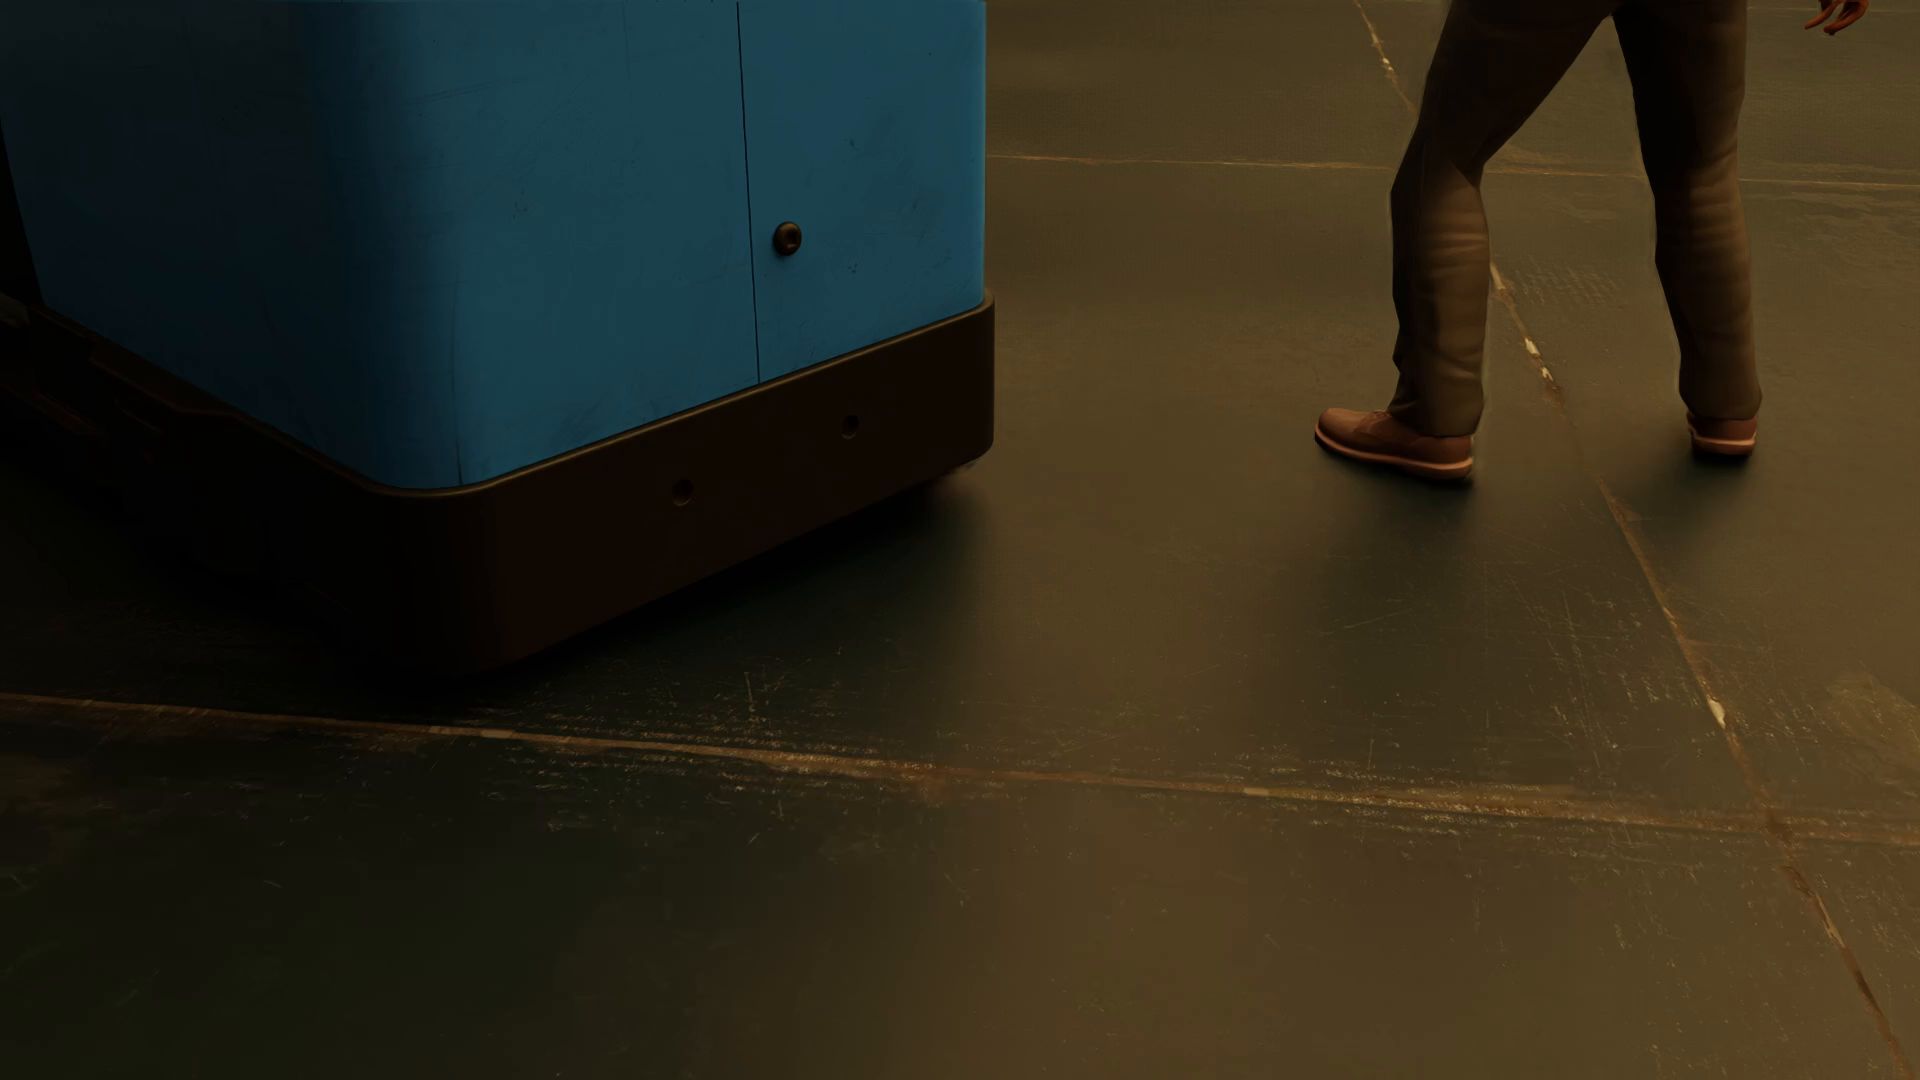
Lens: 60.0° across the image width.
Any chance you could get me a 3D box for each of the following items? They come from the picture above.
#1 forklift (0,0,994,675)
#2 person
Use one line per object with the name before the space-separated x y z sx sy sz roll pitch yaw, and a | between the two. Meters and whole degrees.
forklift | -1.373 -1.693 2.610 3.031 2.935 1.130 22 34 37
person | 0.994 -0.880 2.514 0.847 1.605 0.373 -4 27 -7
